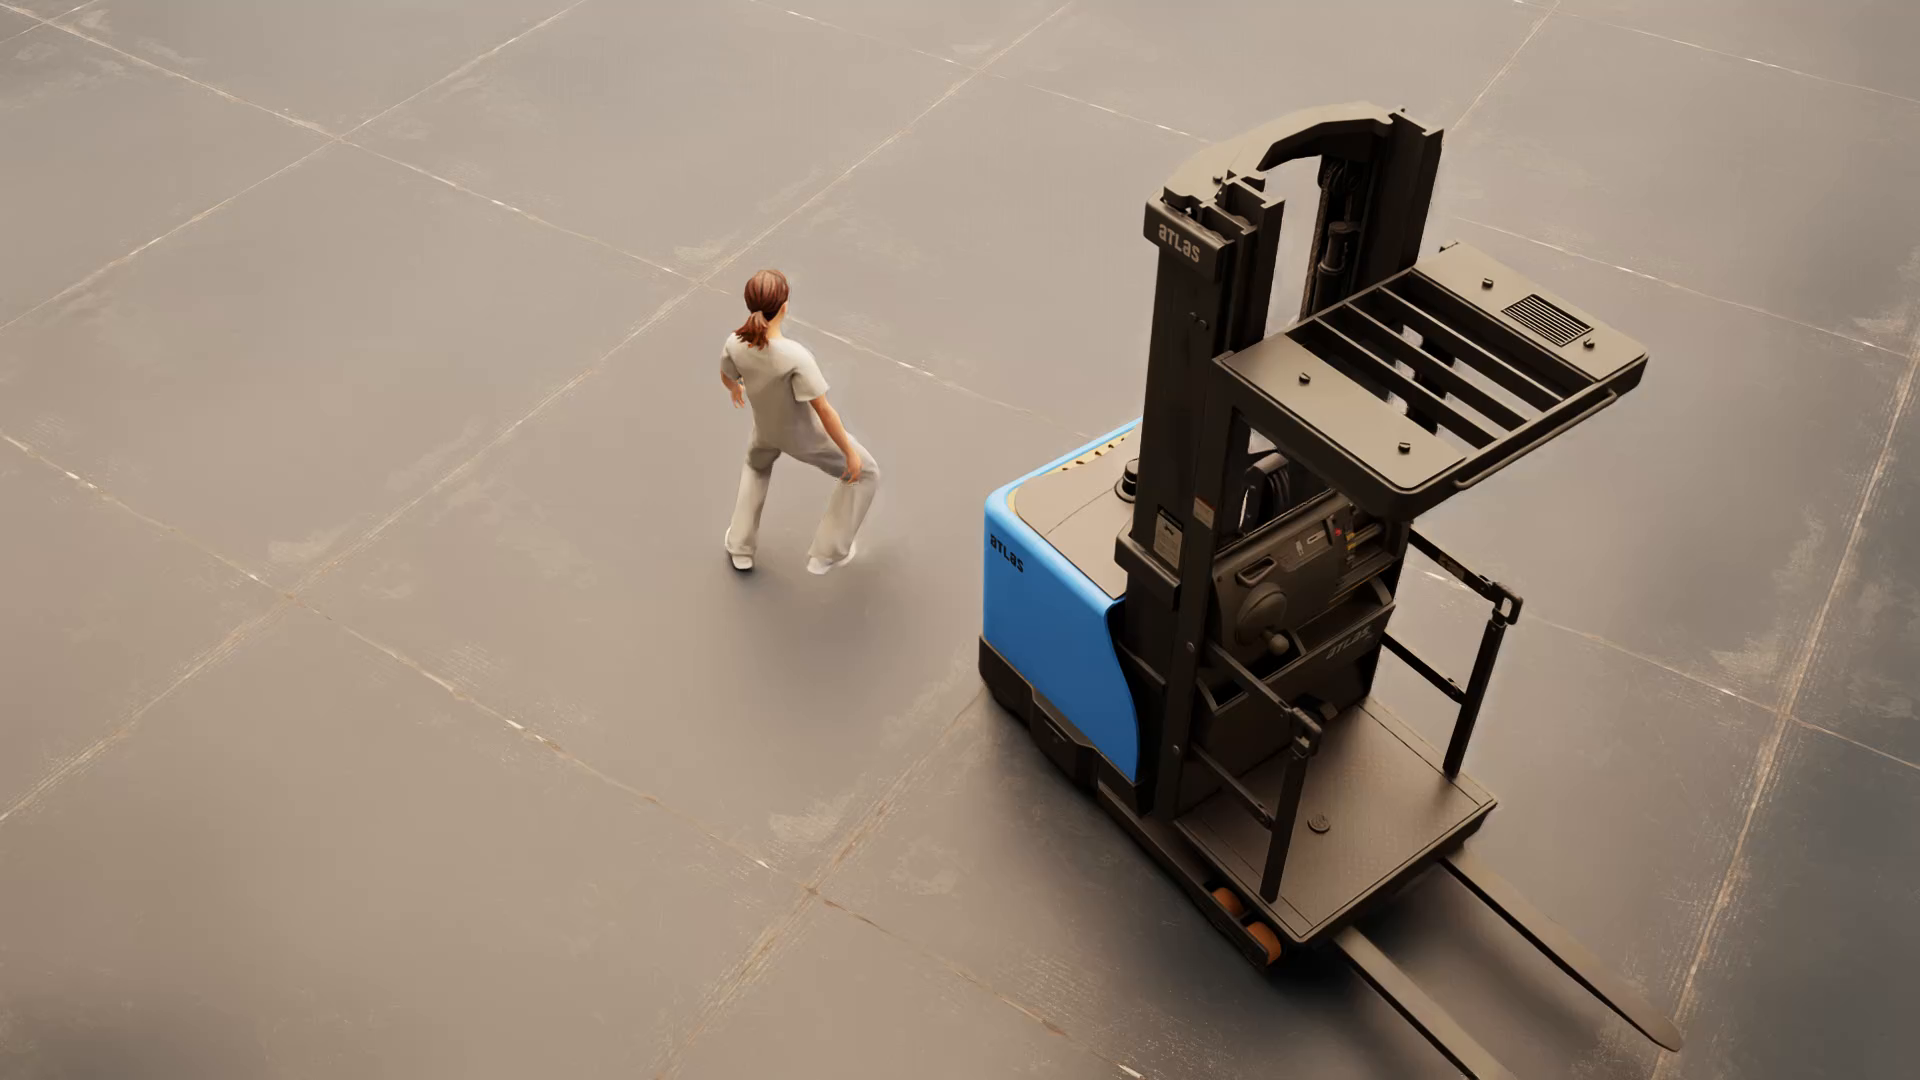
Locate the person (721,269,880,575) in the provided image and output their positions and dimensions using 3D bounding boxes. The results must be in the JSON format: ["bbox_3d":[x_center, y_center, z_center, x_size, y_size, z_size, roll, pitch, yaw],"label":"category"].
[{"bbox_3d":[-0.749,-0.505,7.378,0.809,1.584,0.543,25,49,24],"label":"person"}]

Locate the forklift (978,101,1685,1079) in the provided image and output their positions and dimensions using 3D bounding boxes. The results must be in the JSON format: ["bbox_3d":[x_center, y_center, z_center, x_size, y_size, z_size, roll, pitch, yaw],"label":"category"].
[{"bbox_3d":[1.363,0.155,5.685,1.130,2.935,3.031,-27,50,-26],"label":"forklift"}]
